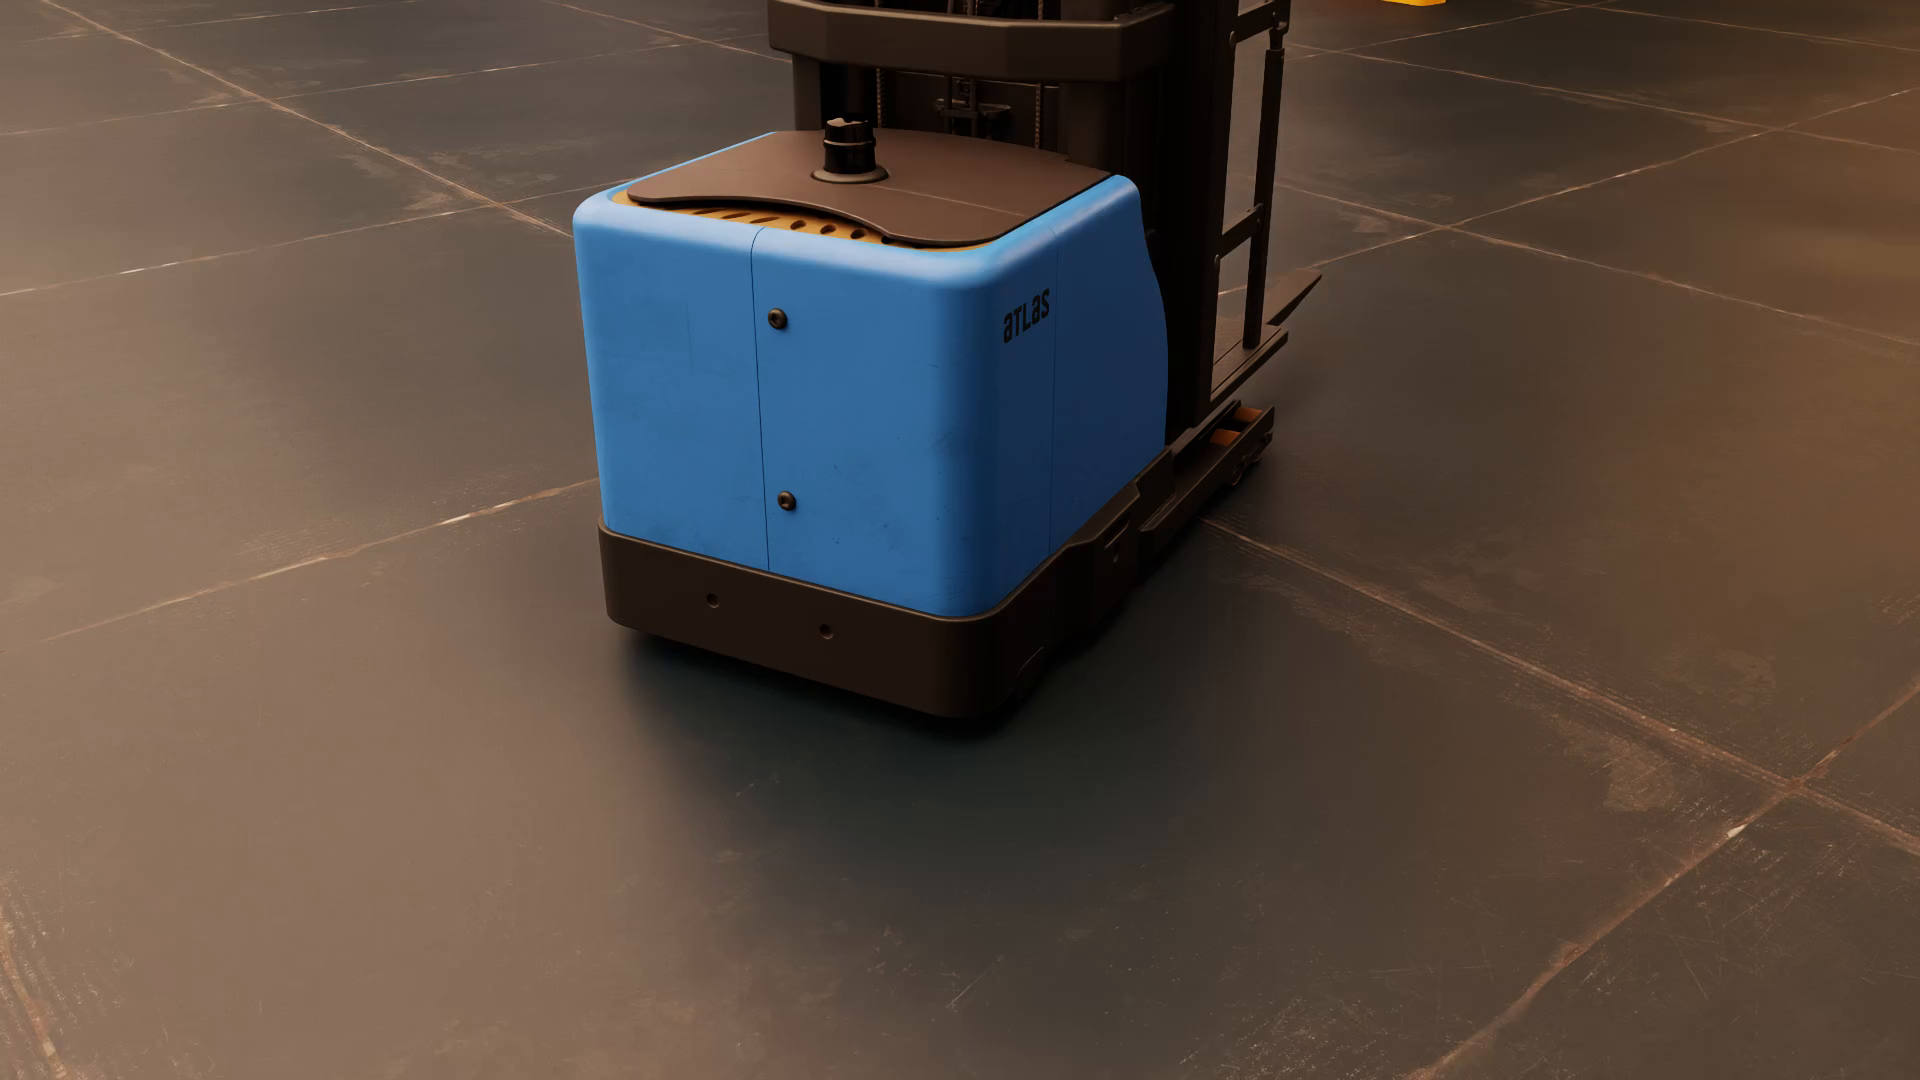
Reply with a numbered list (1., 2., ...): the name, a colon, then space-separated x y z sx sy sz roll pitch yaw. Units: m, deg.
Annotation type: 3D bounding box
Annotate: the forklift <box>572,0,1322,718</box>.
1. forklift: 0.285 -1.552 4.331 1.130 2.935 3.031 13 29 25
